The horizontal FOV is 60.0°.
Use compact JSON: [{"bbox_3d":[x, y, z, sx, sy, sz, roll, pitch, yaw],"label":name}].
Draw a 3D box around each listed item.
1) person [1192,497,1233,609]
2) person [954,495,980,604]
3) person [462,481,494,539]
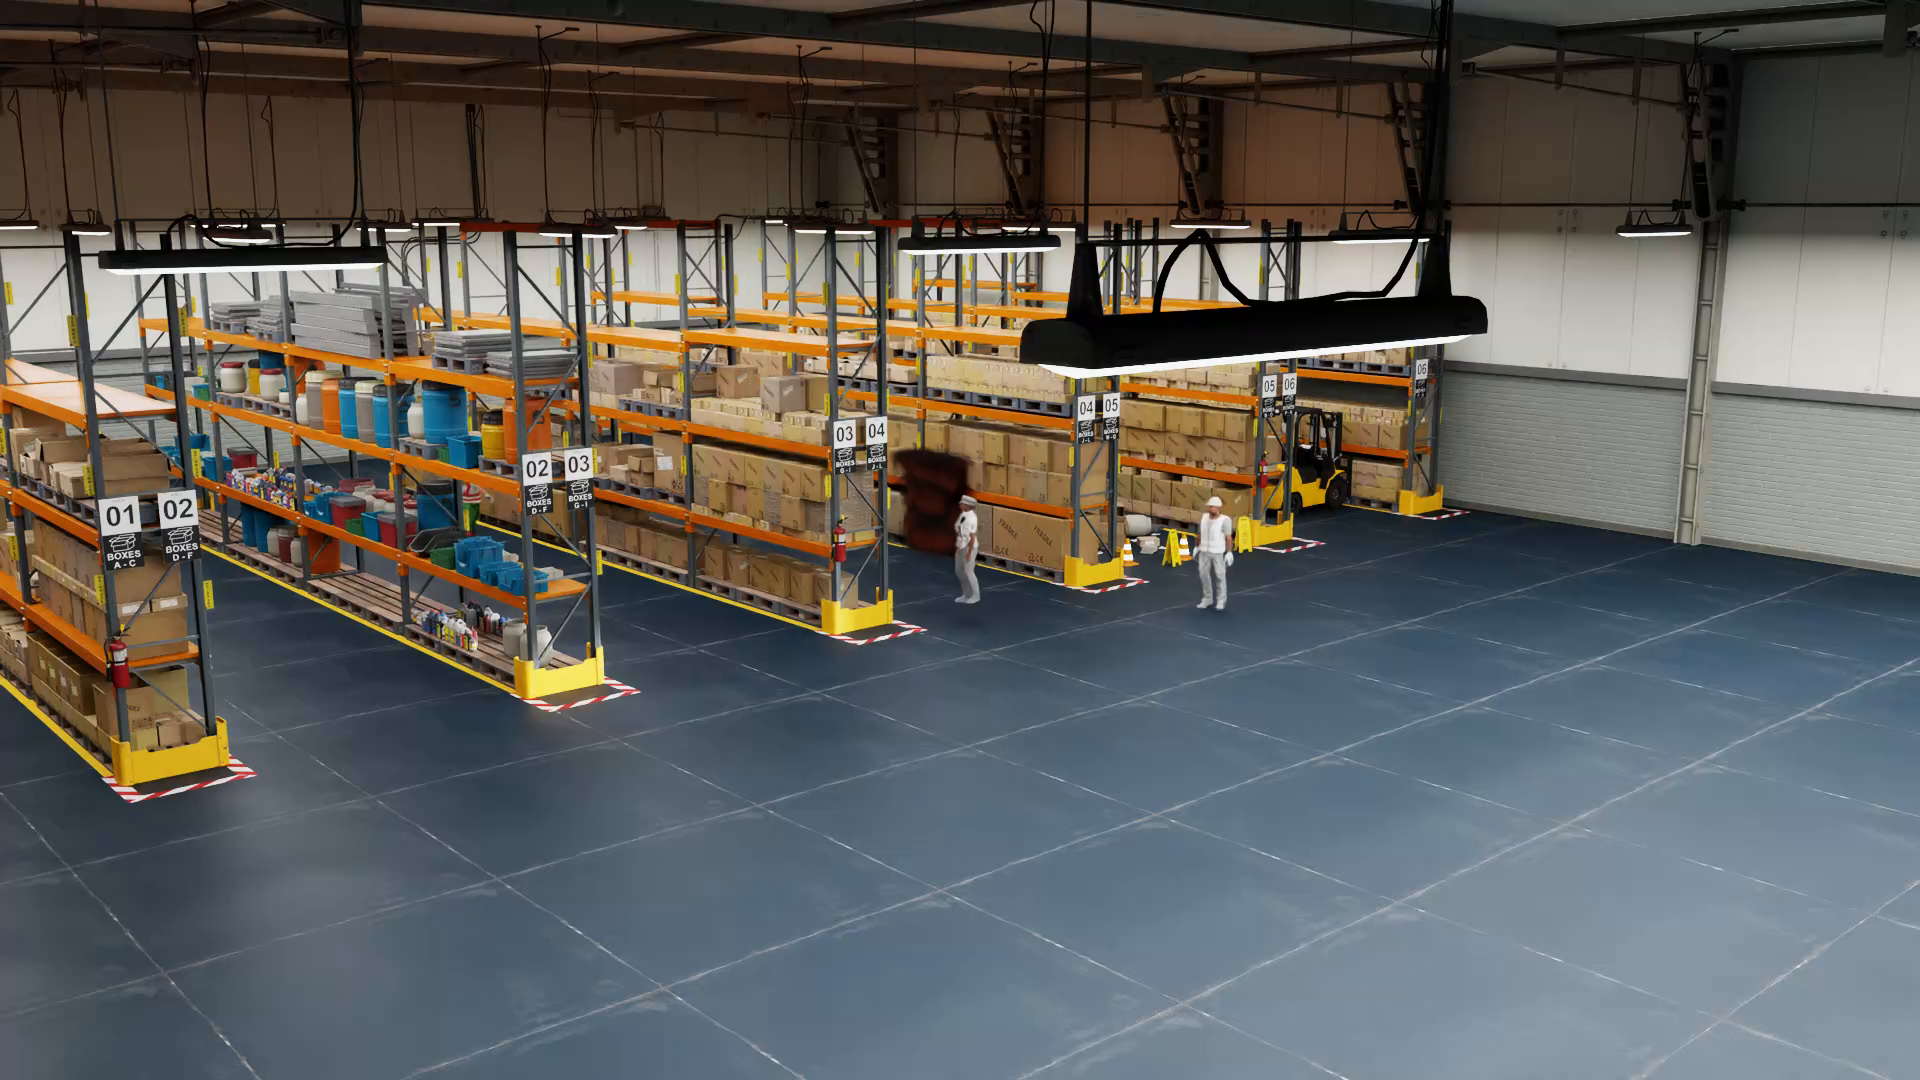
[{"bbox_3d":[4.005,0.210,26.334,0.672,1.819,0.368,8,14,33],"label":"person"},{"bbox_3d":[0.115,0.146,25.548,0.381,1.690,0.504,-5,13,-24],"label":"person"},{"bbox_3d":[-9.114,-0.658,30.923,0.737,1.800,0.877,-9,15,-39],"label":"person"}]
